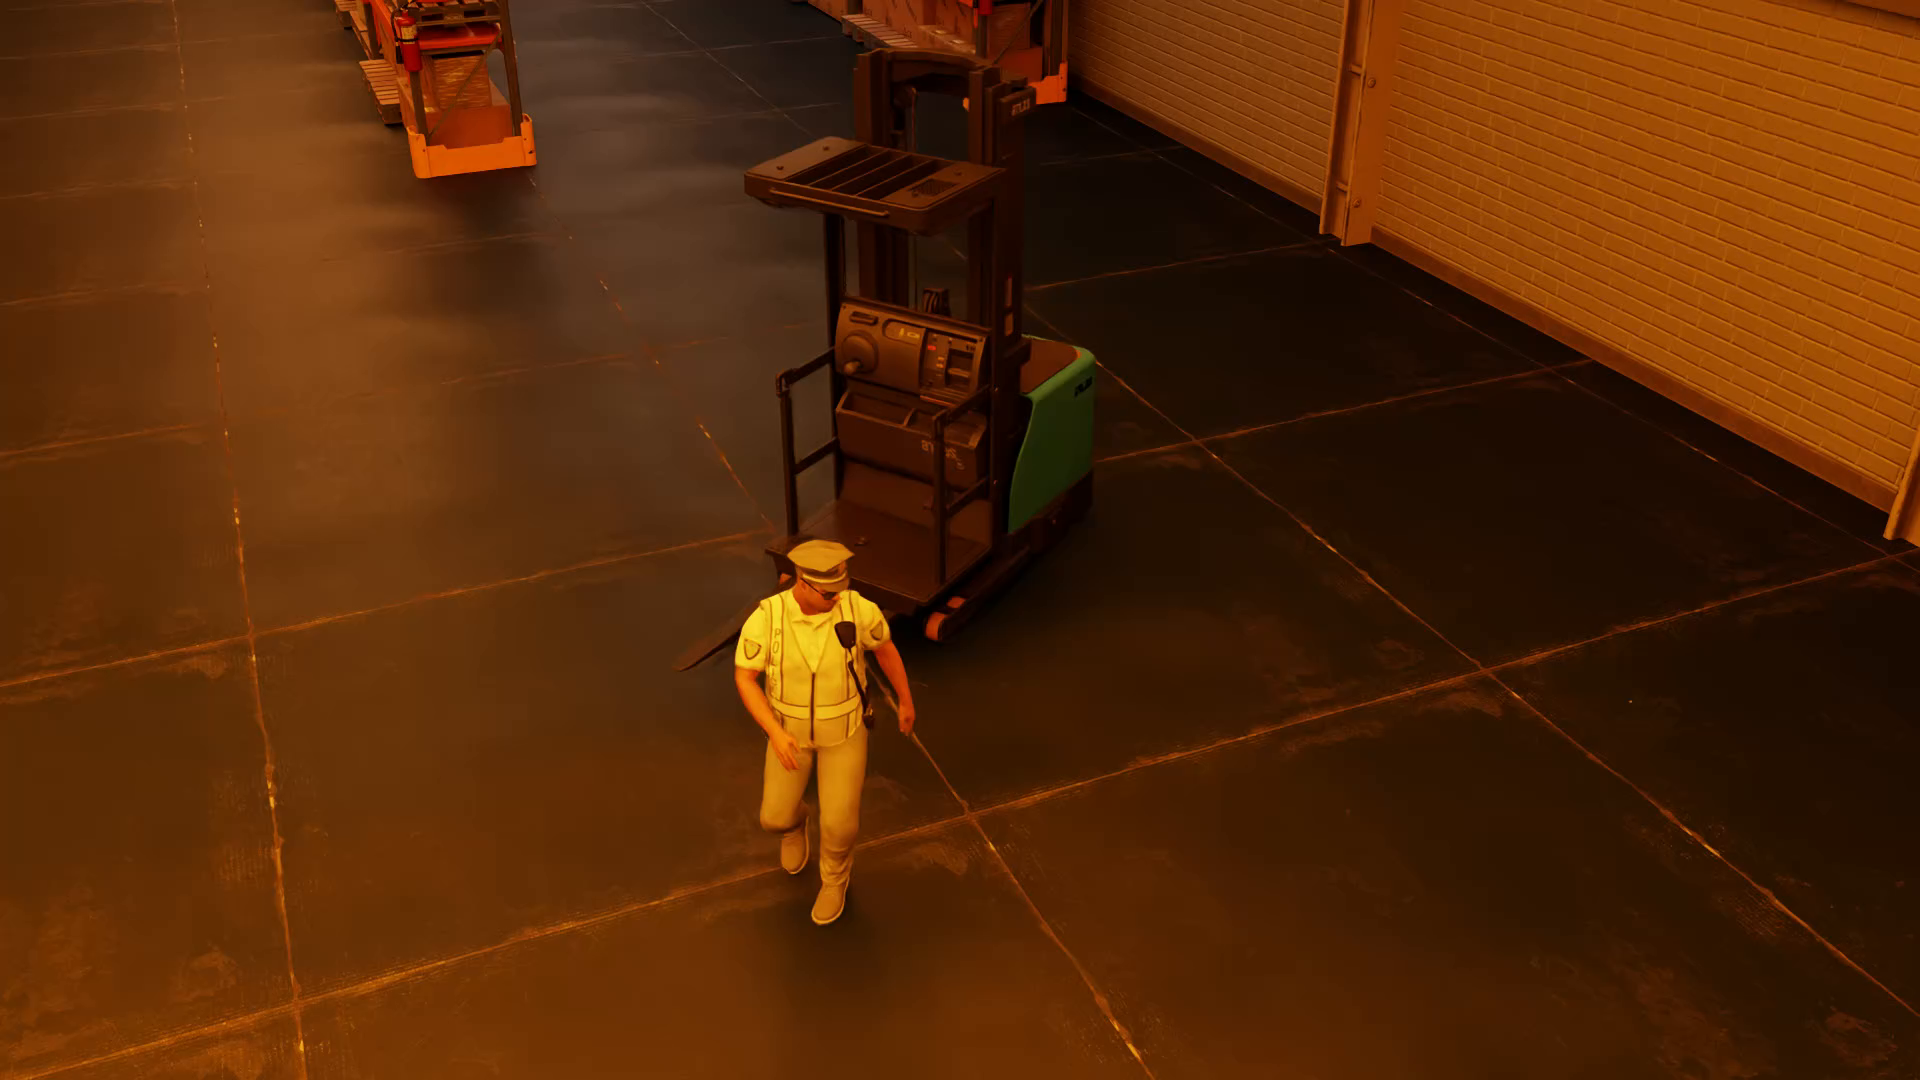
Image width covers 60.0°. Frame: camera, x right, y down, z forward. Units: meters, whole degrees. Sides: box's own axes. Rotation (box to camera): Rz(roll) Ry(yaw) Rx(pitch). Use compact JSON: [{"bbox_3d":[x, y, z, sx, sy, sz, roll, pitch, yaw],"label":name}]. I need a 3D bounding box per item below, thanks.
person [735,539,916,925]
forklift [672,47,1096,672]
[{"bbox_3d":[-0.563,0.794,6.984,0.728,1.700,0.585,2,30,4],"label":"person"},{"bbox_3d":[-0.385,-0.976,8.827,1.130,2.935,3.031,17,34,27],"label":"forklift"}]
